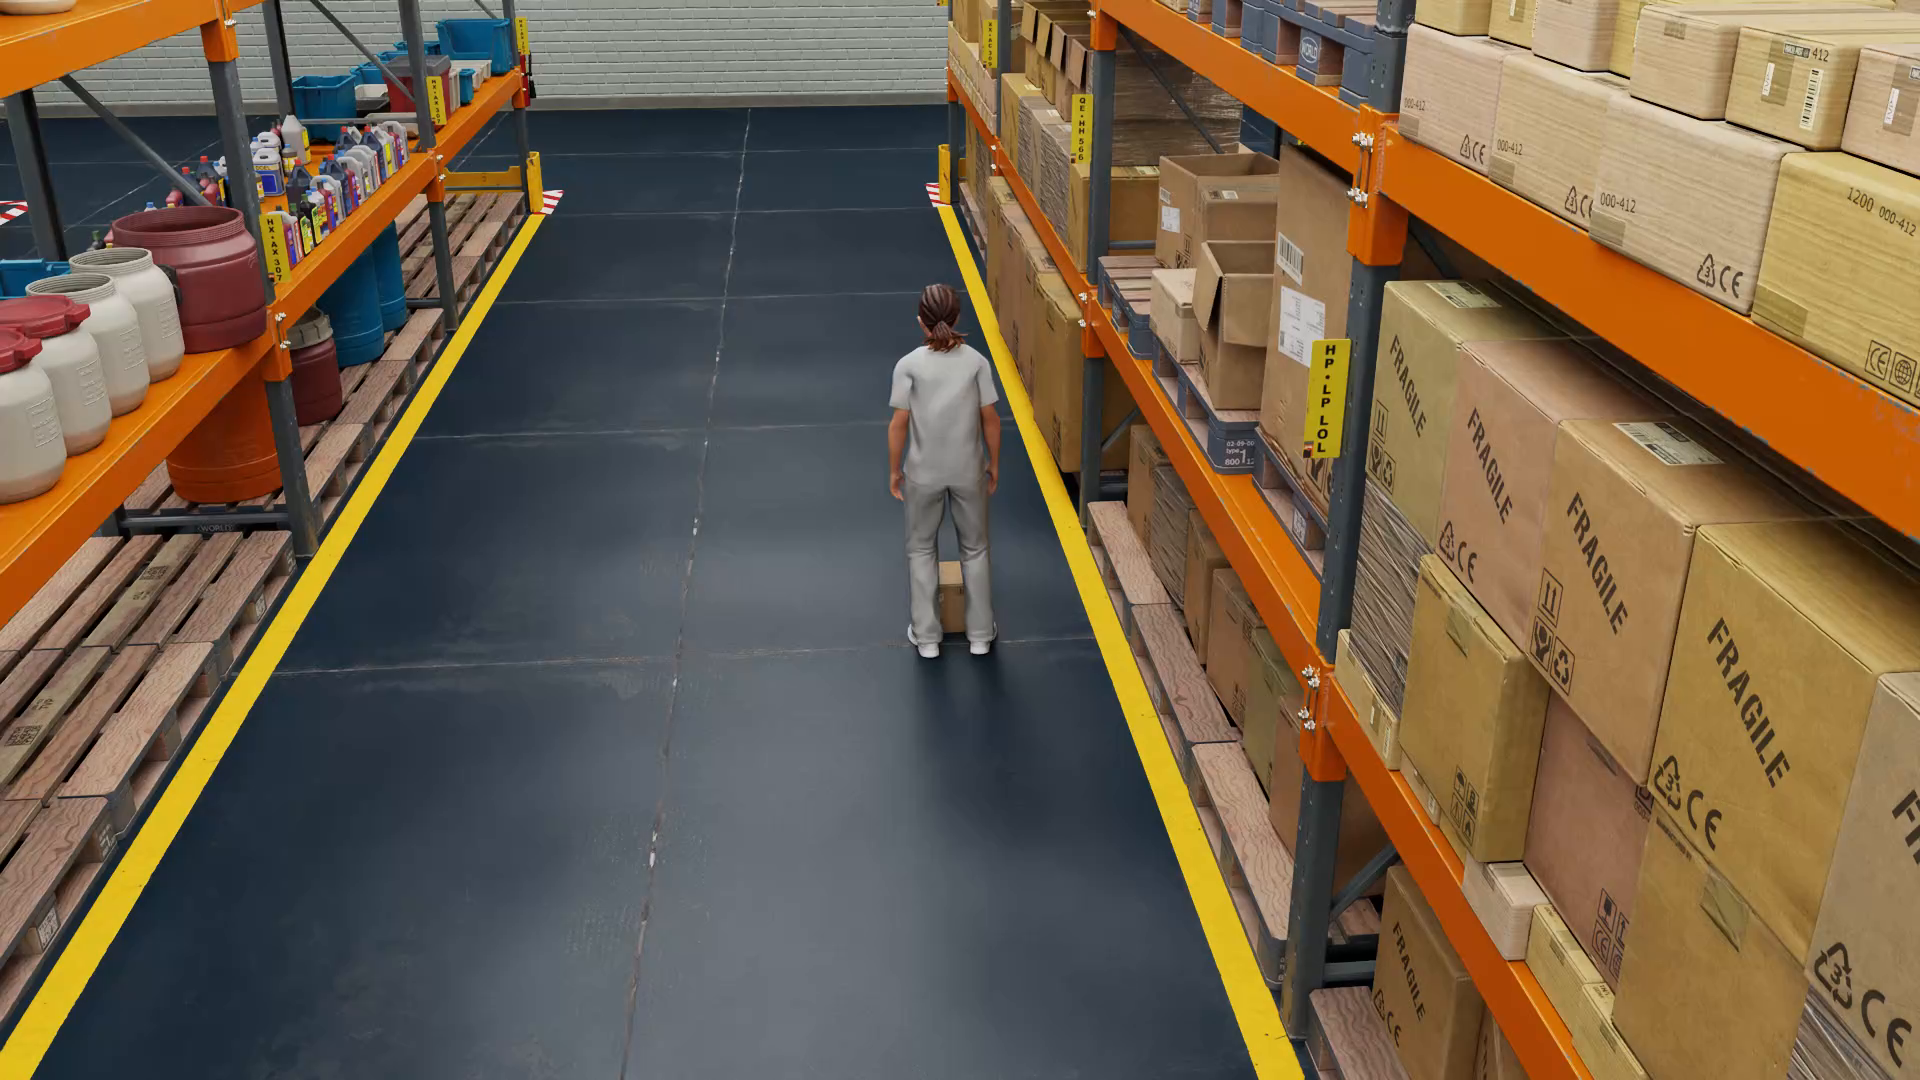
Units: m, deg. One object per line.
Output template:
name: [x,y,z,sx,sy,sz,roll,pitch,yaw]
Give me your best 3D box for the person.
person: [-0.064,-0.257,7.258,0.495,1.613,0.352,-3,24,-6]
